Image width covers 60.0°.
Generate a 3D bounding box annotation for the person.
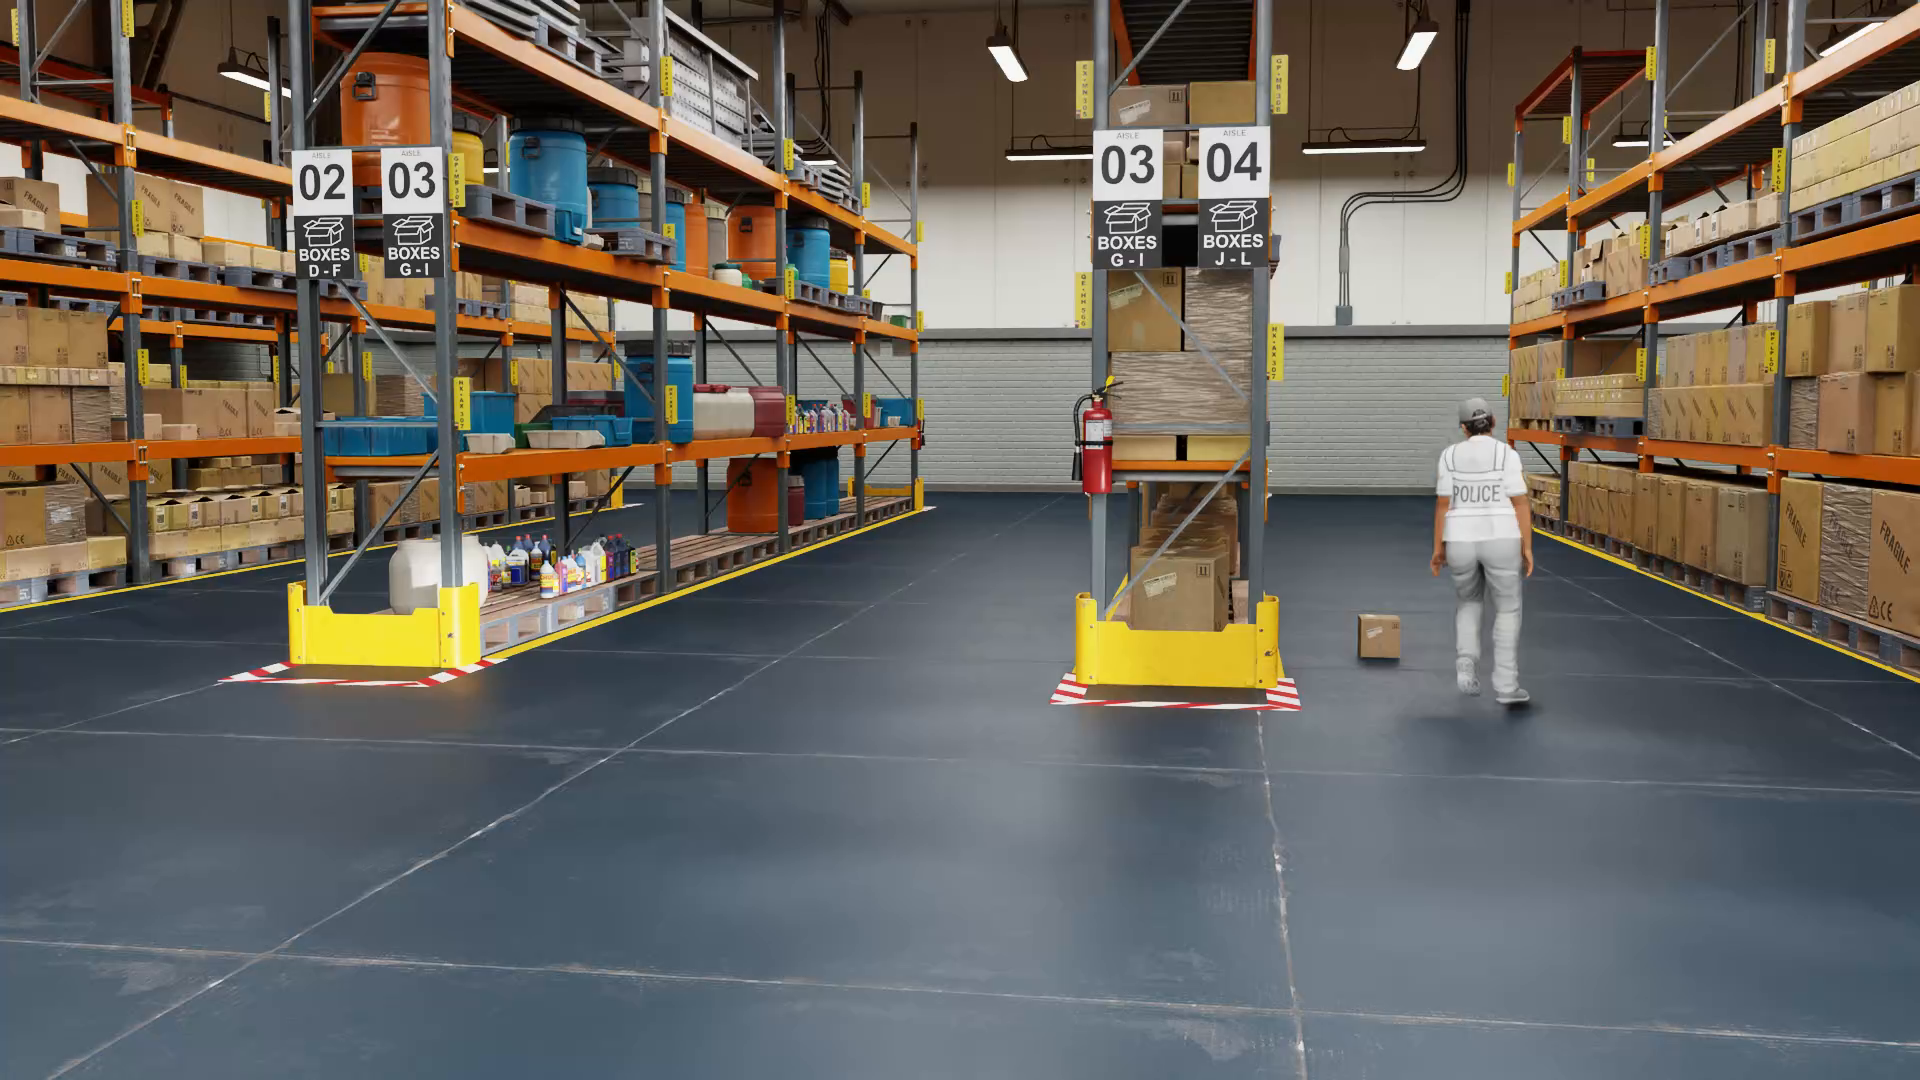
[{"bbox_3d":[2.867,0.049,9.074,0.541,1.646,0.462,4,6,37],"label":"person"}]
